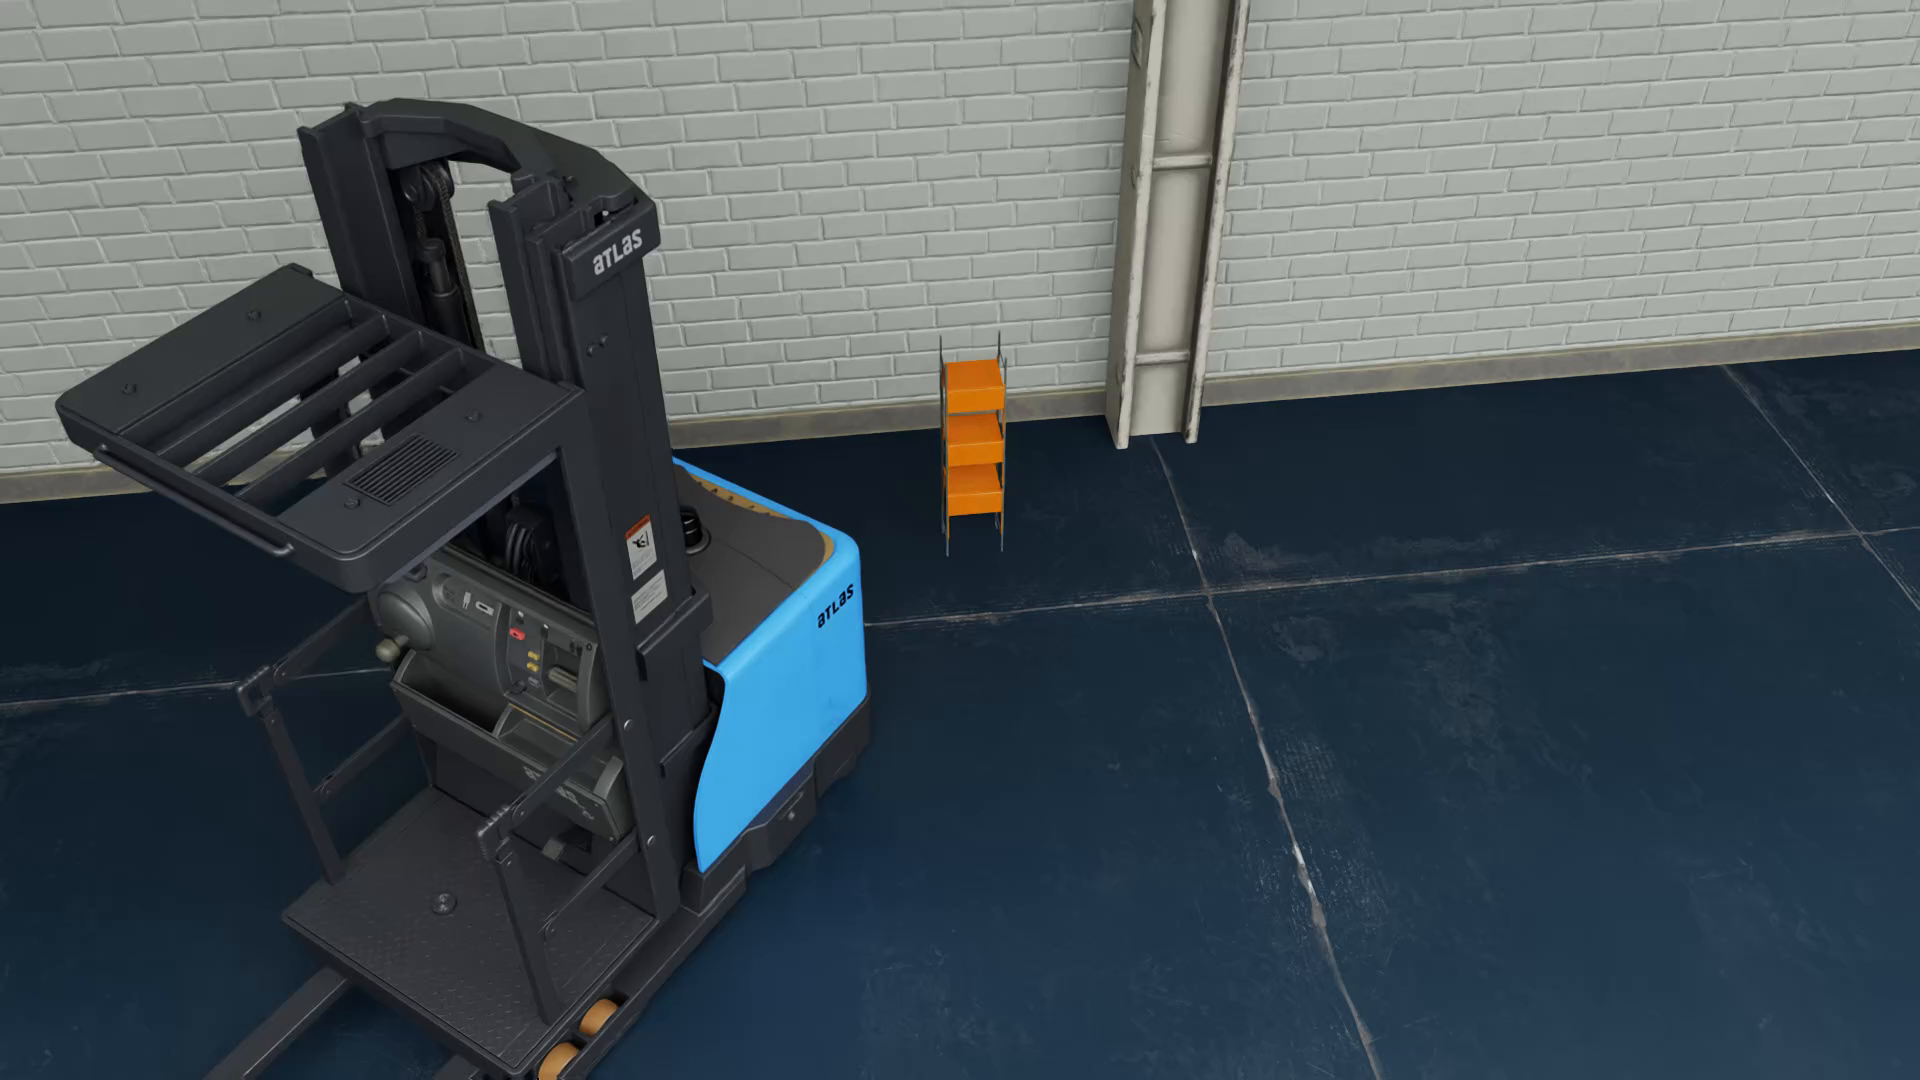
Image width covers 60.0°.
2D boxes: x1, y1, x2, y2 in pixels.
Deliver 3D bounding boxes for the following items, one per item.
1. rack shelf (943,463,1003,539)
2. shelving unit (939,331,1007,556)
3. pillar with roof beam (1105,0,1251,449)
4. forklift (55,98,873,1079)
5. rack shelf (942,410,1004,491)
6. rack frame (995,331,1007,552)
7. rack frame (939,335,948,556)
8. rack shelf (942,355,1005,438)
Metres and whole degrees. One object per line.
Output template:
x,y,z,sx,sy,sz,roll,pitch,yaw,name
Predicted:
0.053,-0.180,7.312,0.240,0.259,0.215,-5,42,-6,rack shelf
0.053,-0.394,7.119,0.252,1.050,0.215,-5,42,-6,shelving unit
1.482,-1.037,1.896,0.400,9.000,9.100,-5,42,-6,pillar with roof beam
-1.562,0.360,4.877,1.130,2.935,3.031,23,47,24,forklift
0.053,-0.387,7.126,0.240,0.259,0.215,-5,42,-6,rack shelf
0.174,-0.405,7.130,0.008,1.050,0.200,-5,42,-6,rack frame
-0.068,-0.384,7.107,0.008,1.050,0.200,-5,42,-6,rack frame
0.053,-0.597,6.936,0.240,0.259,0.215,-5,42,-6,rack shelf
